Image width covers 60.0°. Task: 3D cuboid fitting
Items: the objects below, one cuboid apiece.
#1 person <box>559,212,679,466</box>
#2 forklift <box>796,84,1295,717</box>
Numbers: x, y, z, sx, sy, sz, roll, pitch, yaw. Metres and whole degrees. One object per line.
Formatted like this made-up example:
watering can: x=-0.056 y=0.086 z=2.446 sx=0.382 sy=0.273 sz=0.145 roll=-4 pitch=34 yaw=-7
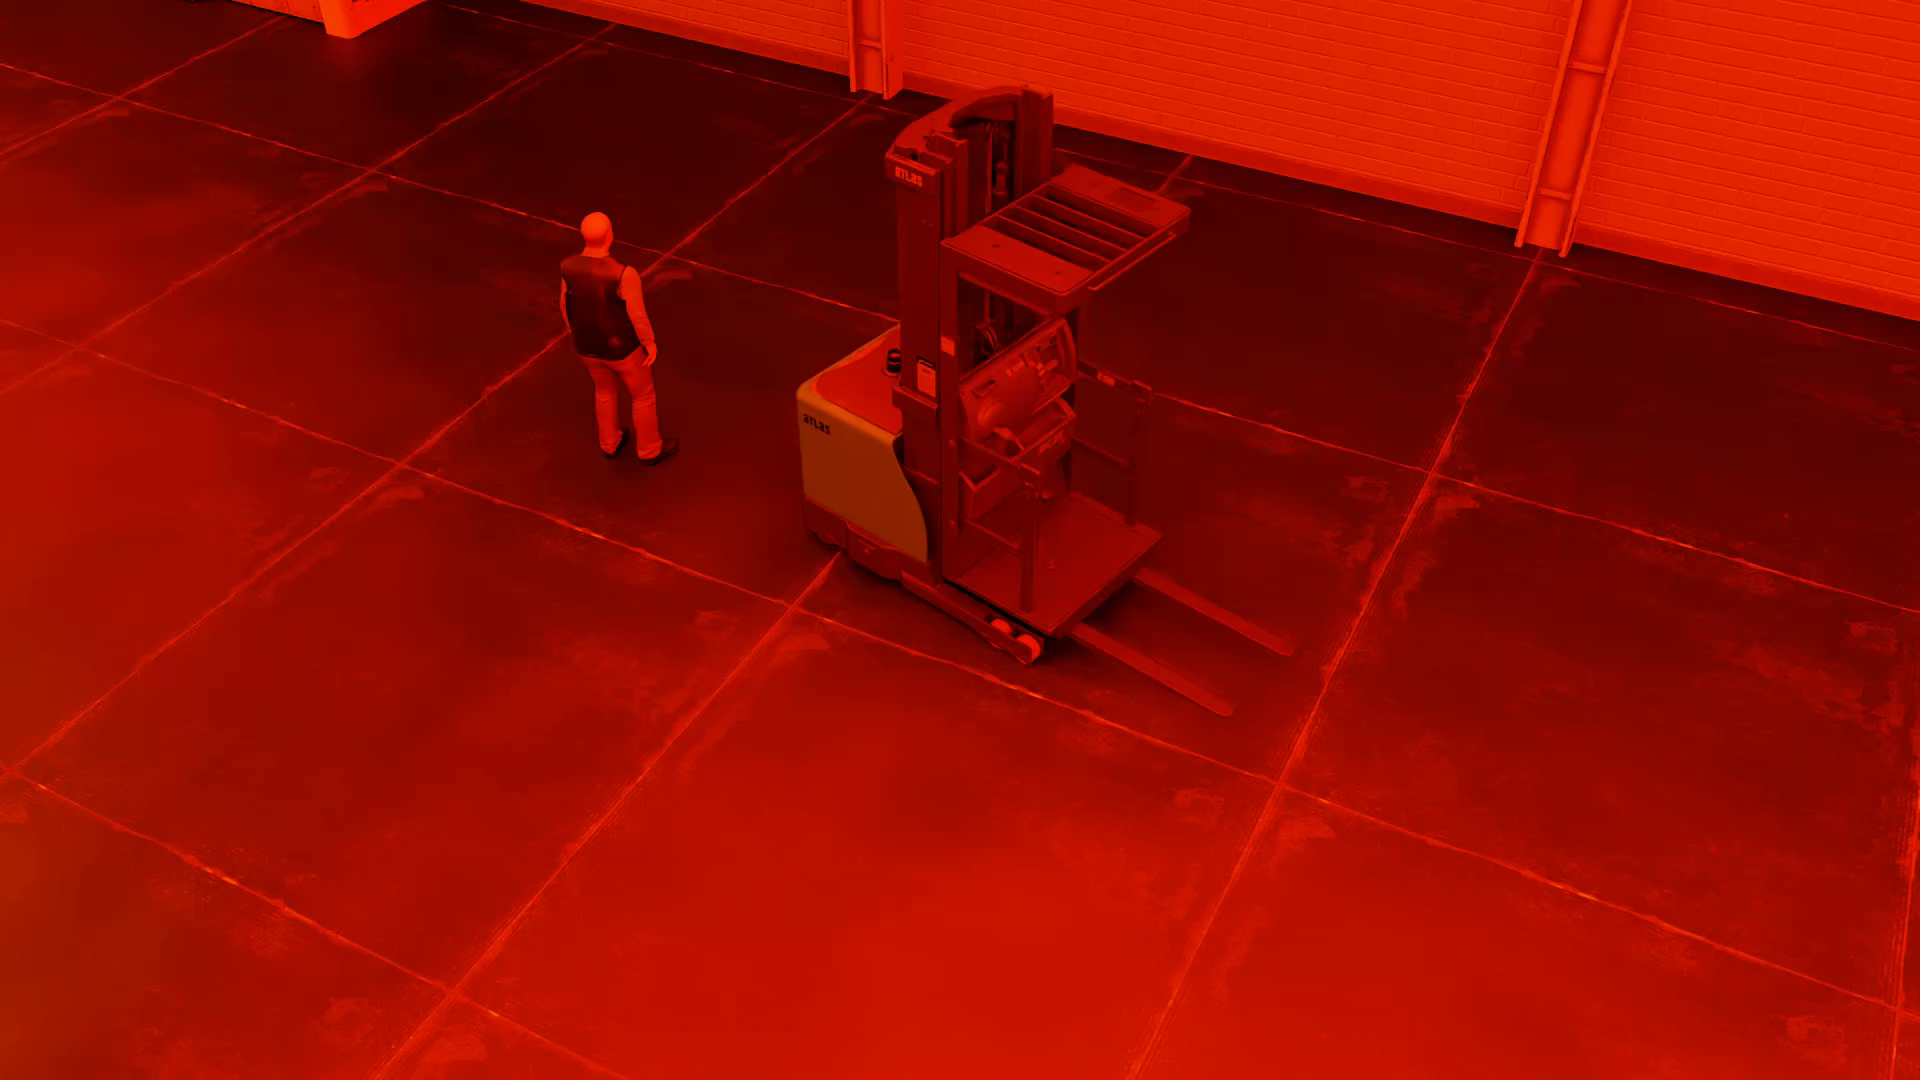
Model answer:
person: x=-2.179 y=-1.225 z=10.384 sx=0.583 sy=1.717 sz=0.421 roll=12 pitch=42 yaw=14
forklift: x=0.482 y=-0.807 z=8.945 sx=3.031 sy=2.935 sz=1.130 roll=29 pitch=48 yaw=30
